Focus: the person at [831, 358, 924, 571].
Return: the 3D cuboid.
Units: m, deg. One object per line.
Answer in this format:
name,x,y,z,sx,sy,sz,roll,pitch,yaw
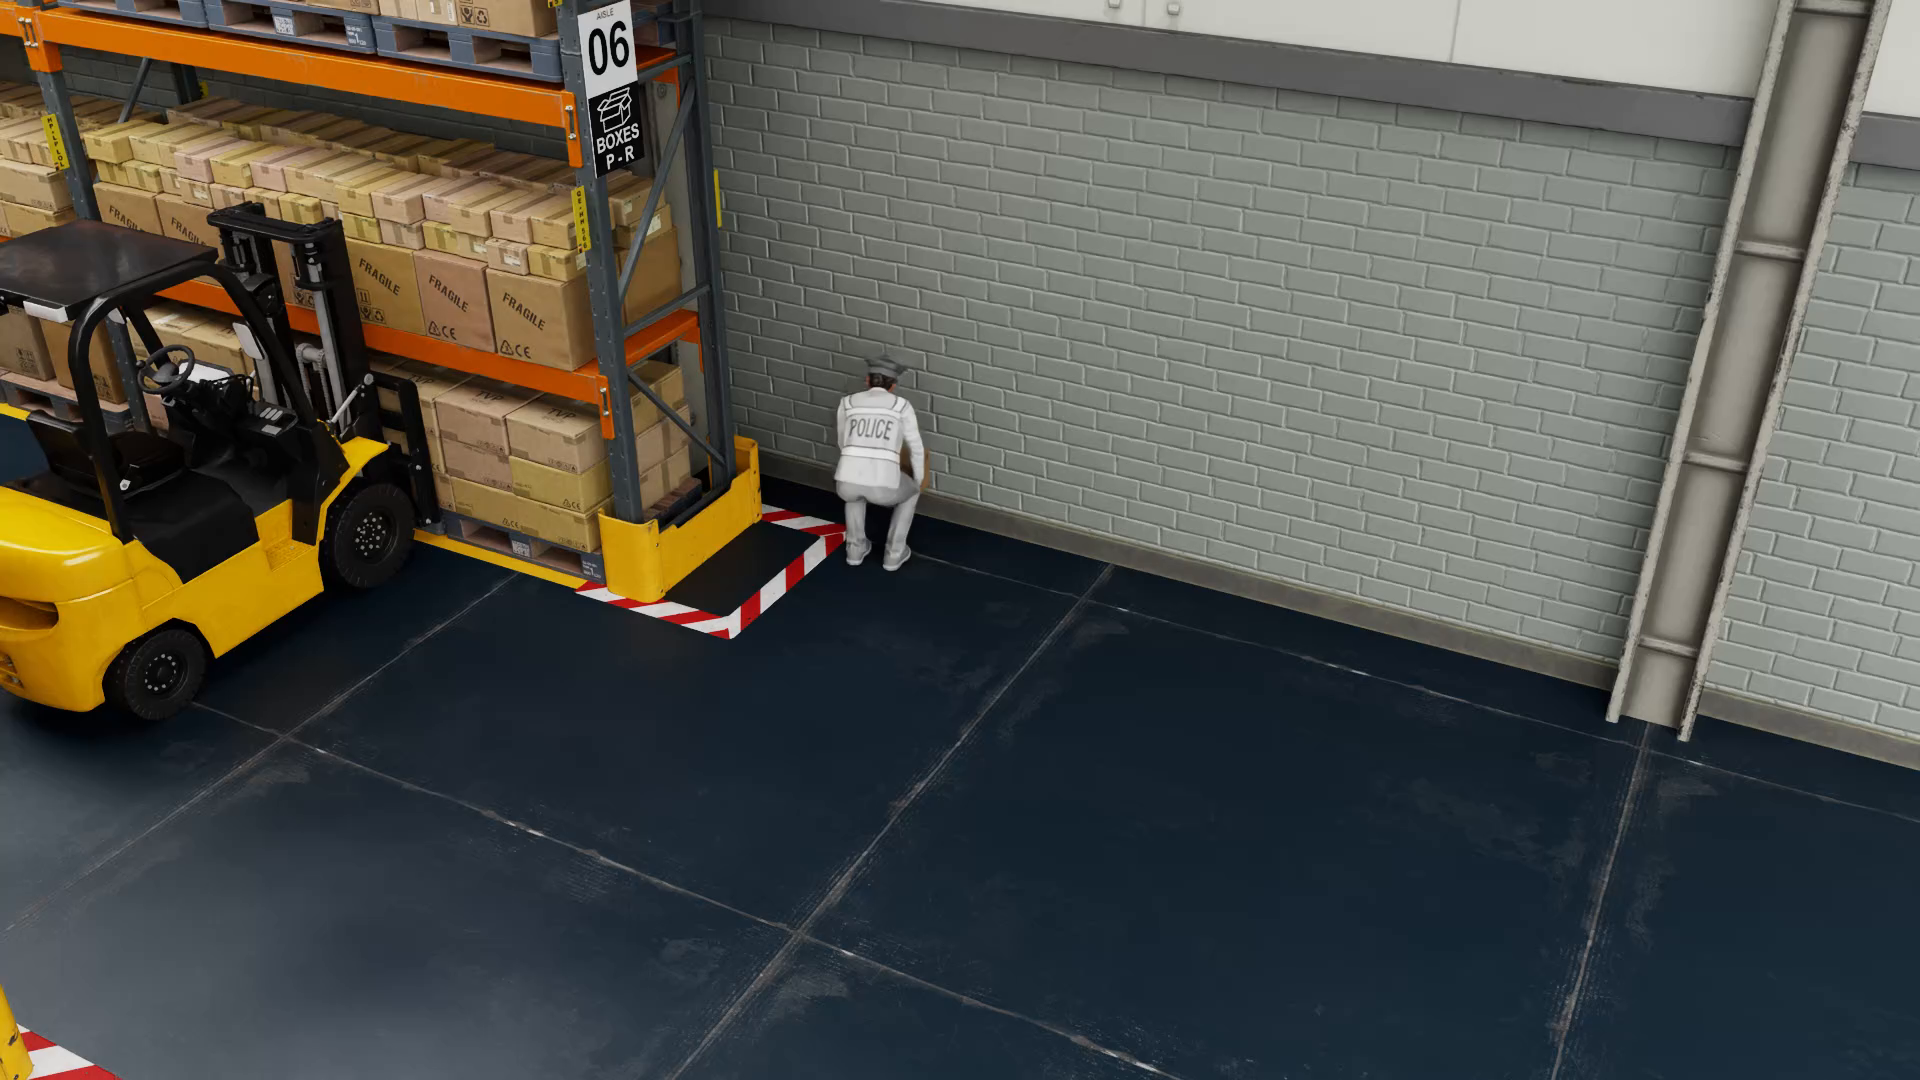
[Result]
person,-0.493,-0.434,9.556,0.515,1.139,0.802,8,31,13
